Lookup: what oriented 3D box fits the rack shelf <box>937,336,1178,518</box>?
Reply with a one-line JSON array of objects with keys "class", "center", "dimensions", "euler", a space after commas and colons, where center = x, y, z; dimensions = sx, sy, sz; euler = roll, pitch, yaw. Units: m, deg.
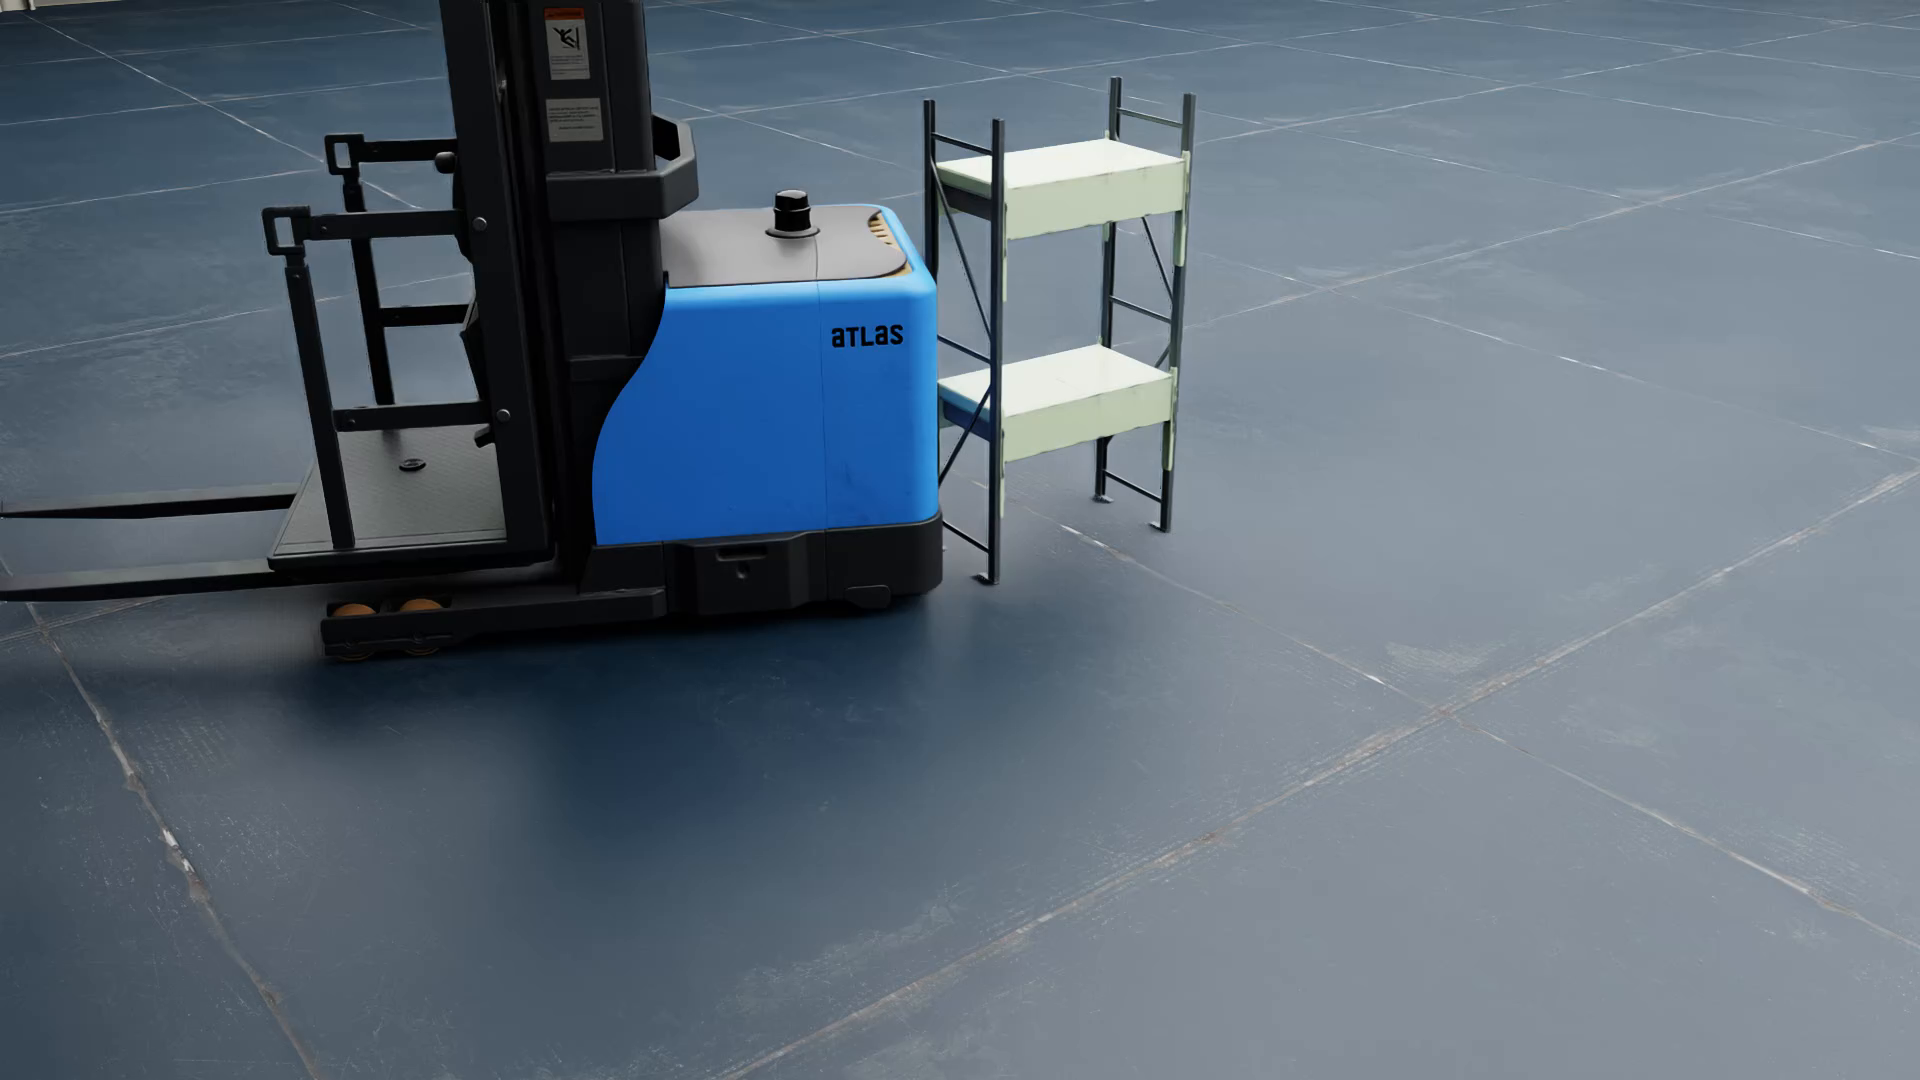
[{"class": "rack shelf", "center": [0.312, -0.394, 5.591], "dimensions": [0.720, 0.370, 0.431], "euler": [-16, 29, -31]}]

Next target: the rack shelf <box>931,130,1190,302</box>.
[{"class": "rack shelf", "center": [0.312, -1.043, 5.289], "dimensions": [0.720, 0.370, 0.431], "euler": [-16, 29, -31]}]

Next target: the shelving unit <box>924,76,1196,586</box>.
[{"class": "shelving unit", "center": [0.312, -0.689, 5.454], "dimensions": [0.755, 1.500, 0.431], "euler": [-16, 29, -31]}]

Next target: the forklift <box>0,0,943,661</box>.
[{"class": "forklift", "center": [-1.622, -1.209, 4.873], "dimensions": [3.031, 2.935, 1.130], "euler": [-4, 25, -9]}]

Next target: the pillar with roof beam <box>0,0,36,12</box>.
[{"class": "pillar with roof beam", "center": [-7.810, -8.521, 13.421], "dimensions": [0.400, 9.000, 9.100], "euler": [-18, 31, -34]}]

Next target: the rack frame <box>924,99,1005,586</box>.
[{"class": "rack frame", "center": [0.009, -0.603, 5.268], "dimensions": [0.023, 1.500, 0.400], "euler": [-16, 29, -31]}]

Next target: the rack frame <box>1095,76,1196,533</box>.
[{"class": "rack frame", "center": [0.616, -0.776, 5.640], "dimensions": [0.023, 1.500, 0.400], "euler": [-16, 29, -31]}]
